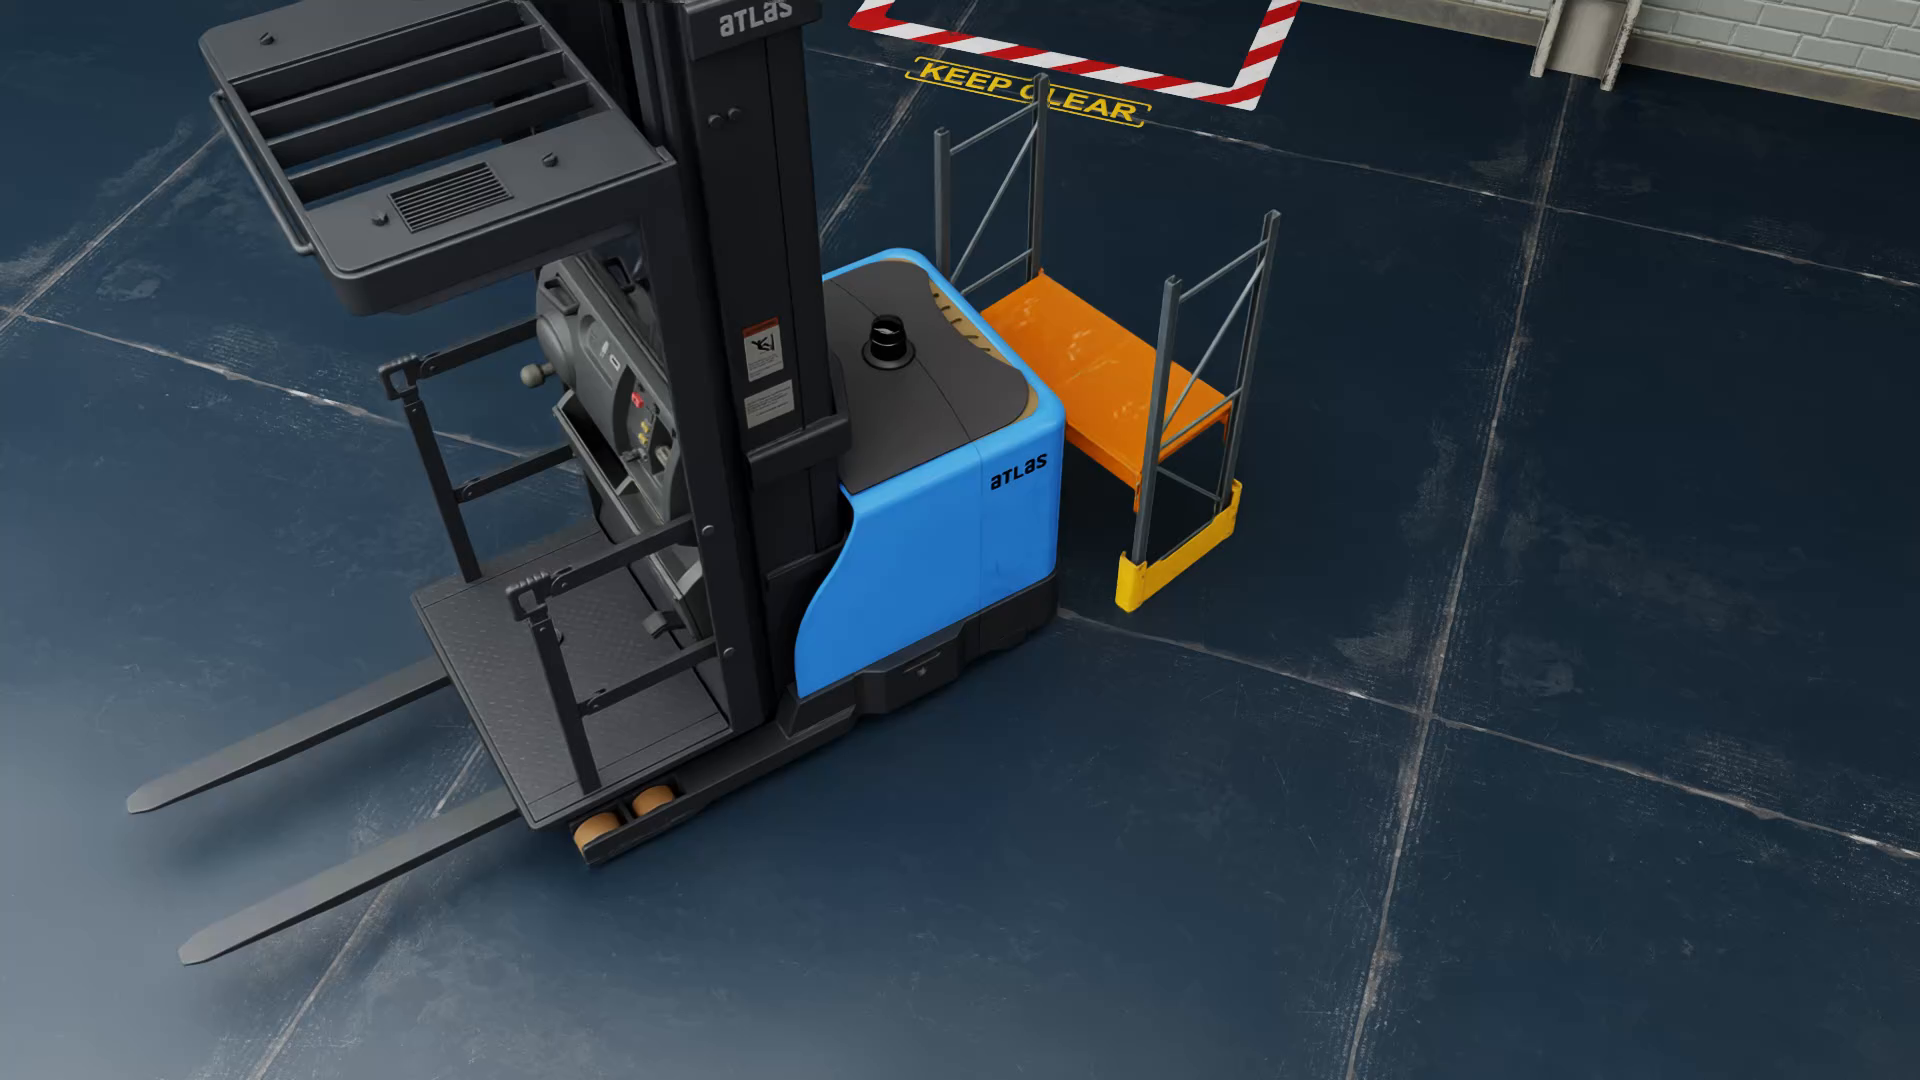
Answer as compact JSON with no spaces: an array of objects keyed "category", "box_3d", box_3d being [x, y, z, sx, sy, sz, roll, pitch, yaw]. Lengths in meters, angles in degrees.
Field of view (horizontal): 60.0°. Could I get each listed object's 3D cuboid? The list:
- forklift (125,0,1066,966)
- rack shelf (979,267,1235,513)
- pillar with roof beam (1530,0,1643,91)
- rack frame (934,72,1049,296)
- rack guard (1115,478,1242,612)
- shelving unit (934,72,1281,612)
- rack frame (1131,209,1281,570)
[{"category":"forklift","box_3d":[-1.173,-0.387,4.646,3.031,2.935,1.130,-25,54,-20]},{"category":"rack shelf","box_3d":[0.454,-0.561,5.982,0.538,0.185,1.000,-35,58,-26]},{"category":"pillar with roof beam","box_3d":[1.574,-2.258,2.252,0.400,9.000,9.100,16,51,13]},{"category":"rack frame","box_3d":[0.108,-0.960,6.090,0.500,1.500,0.032,-35,58,-26]},{"category":"rack guard","box_3d":[0.800,0.011,6.075,0.587,0.250,0.087,-35,58,-26]},{"category":"shelving unit","box_3d":[0.460,-0.674,5.841,0.587,1.500,1.083,-35,58,-26]},{"category":"rack frame","box_3d":[0.800,-0.397,5.602,0.500,1.500,0.032,-35,58,-26]}]
